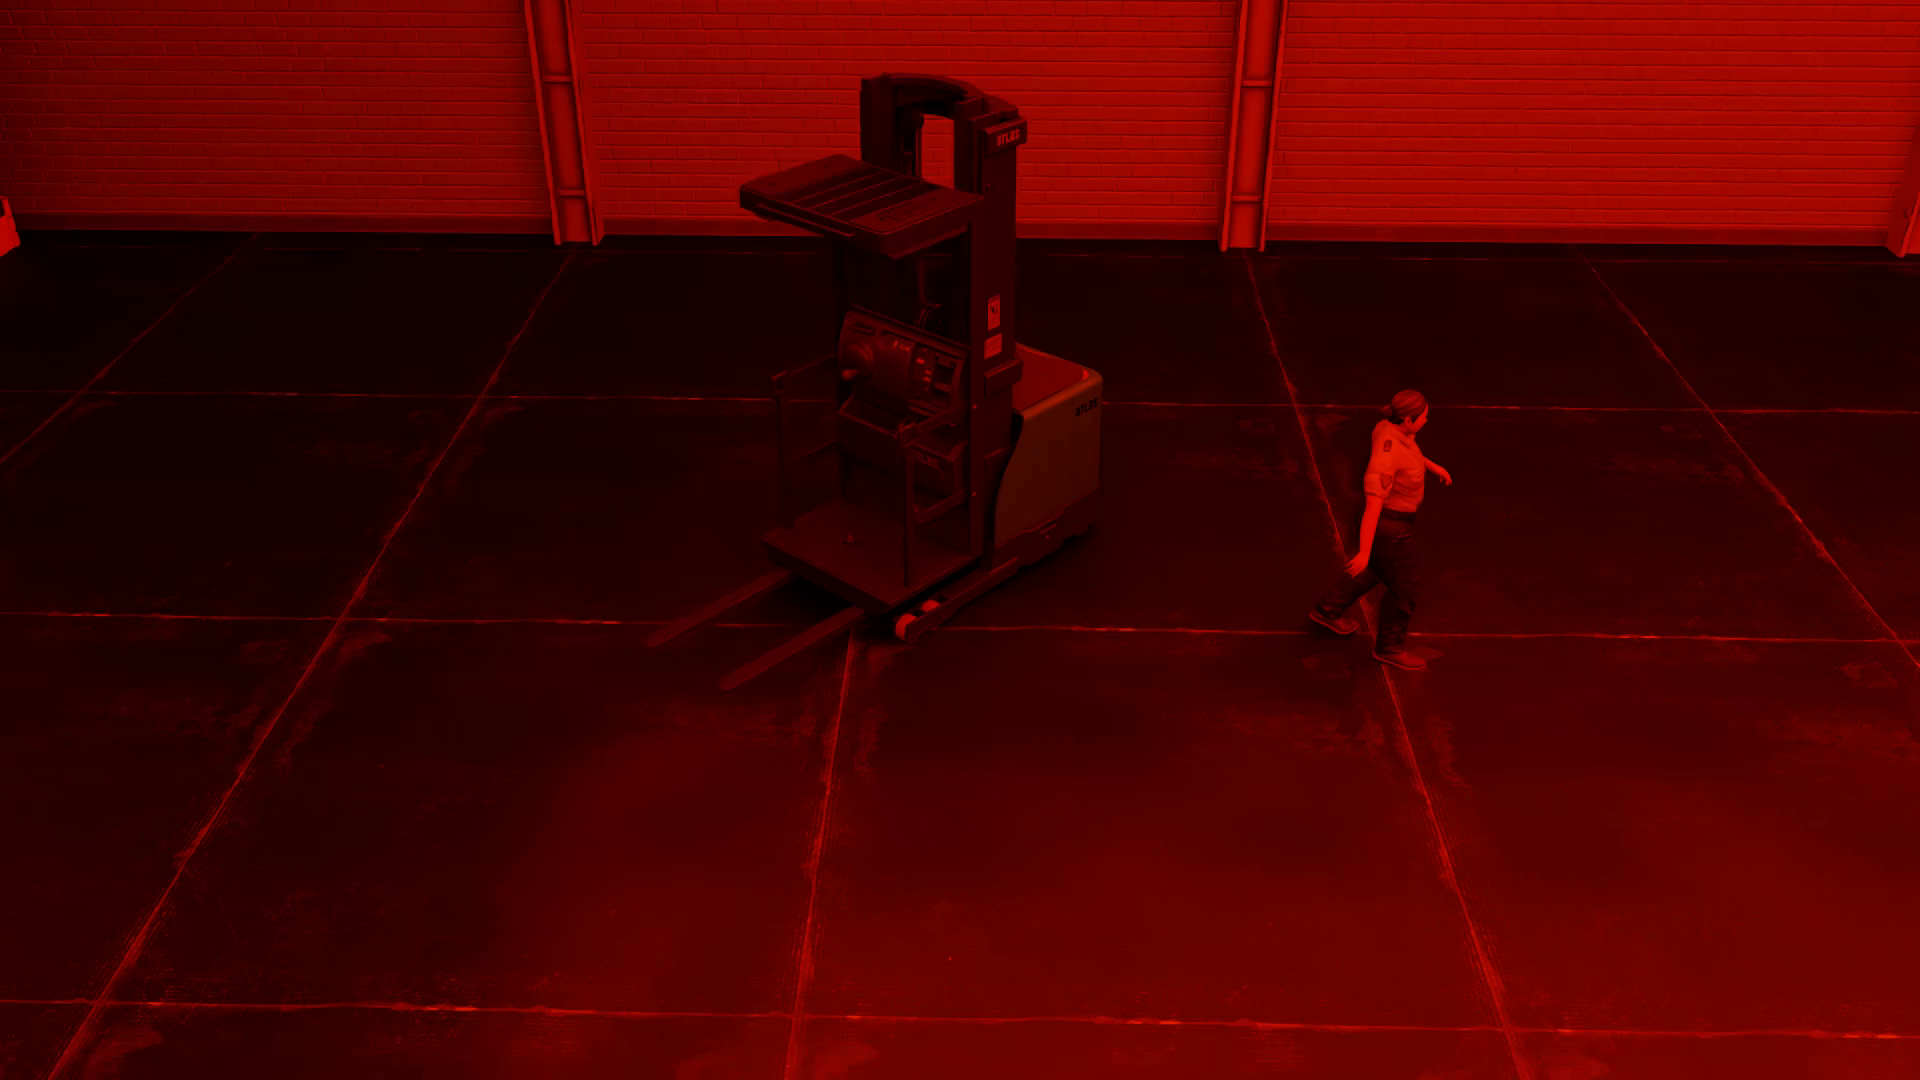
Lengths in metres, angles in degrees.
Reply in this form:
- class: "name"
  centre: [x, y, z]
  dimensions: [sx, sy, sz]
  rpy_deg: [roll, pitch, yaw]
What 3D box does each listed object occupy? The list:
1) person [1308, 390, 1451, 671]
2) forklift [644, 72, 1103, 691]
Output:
- class: "person"
  centre: [2.327, -0.068, 9.028]
  dimensions: [0.690, 1.627, 0.849]
  rpy_deg: [5, 31, 9]
- class: "forklift"
  centre: [-0.474, -0.964, 9.250]
  dimensions: [1.130, 2.935, 3.031]
  rpy_deg: [25, 38, 35]
